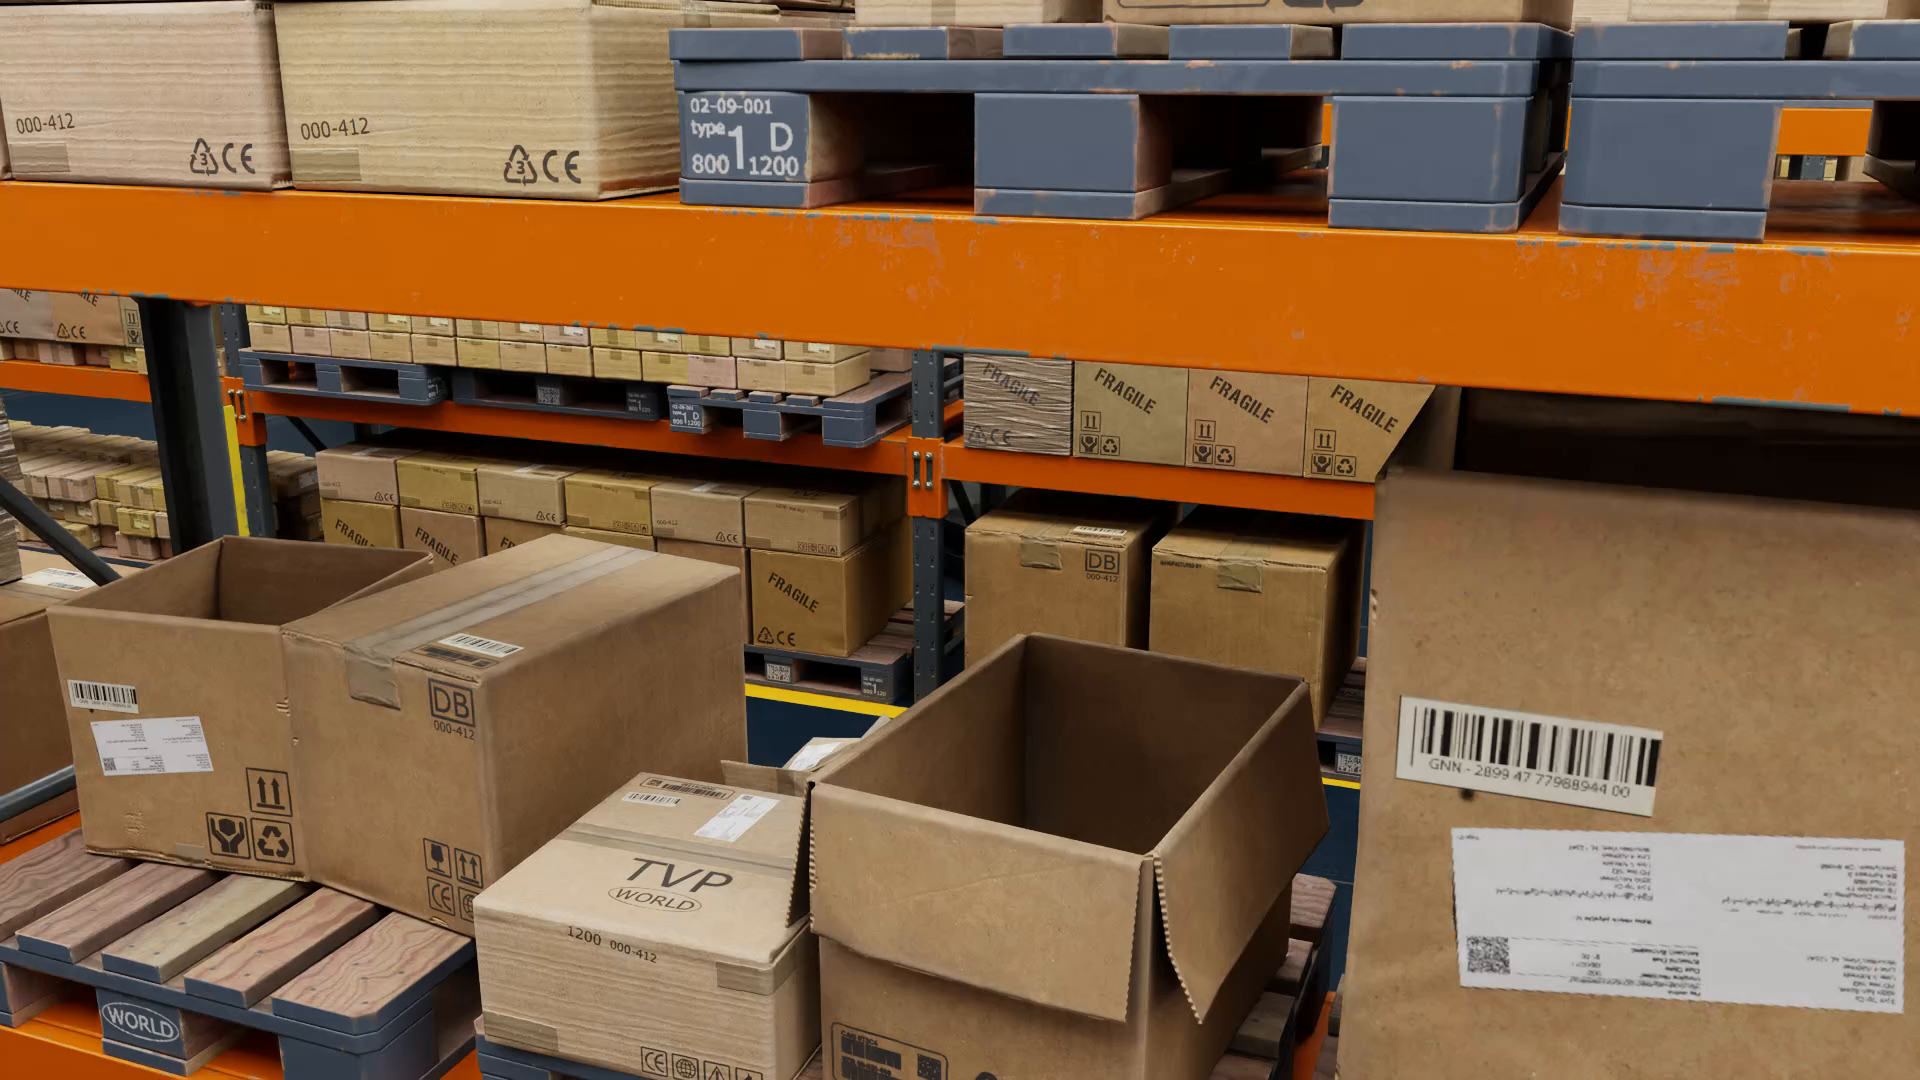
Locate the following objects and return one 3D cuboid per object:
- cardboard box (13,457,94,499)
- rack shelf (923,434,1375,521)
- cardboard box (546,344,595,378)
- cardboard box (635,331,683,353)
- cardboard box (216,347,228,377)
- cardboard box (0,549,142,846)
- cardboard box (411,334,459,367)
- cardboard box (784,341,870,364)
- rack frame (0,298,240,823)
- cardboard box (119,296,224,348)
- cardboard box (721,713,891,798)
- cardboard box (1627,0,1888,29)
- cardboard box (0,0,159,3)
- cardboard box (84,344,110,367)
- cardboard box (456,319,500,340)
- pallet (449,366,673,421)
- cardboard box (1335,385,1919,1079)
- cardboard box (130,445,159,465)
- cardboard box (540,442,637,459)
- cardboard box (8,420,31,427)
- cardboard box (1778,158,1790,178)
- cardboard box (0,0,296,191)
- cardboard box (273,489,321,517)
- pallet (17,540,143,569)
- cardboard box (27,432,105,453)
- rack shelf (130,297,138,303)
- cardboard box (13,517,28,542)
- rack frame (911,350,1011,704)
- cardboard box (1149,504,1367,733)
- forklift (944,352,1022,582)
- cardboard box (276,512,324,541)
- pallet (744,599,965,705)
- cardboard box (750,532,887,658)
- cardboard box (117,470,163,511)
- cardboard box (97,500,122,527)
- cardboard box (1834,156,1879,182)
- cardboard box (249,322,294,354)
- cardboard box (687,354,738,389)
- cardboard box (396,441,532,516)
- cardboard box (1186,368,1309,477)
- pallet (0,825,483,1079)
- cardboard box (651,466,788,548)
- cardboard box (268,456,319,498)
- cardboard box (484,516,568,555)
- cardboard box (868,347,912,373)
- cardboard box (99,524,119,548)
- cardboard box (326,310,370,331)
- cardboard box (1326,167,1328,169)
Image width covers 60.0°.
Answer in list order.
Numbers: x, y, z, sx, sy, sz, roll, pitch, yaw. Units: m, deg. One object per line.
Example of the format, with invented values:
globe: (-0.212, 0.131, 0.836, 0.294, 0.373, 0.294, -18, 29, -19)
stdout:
cardboard box: (-5.367, -0.371, 9.863, 0.250, 0.149, 0.380, 6, 17, 19)
rack shelf: (1.881, -0.210, 7.306, 4.000, 0.370, 1.077, 6, 17, 21)
cardboard box: (-1.798, -0.905, 8.107, 0.250, 0.149, 0.380, 7, 18, 22)
cardboard box: (-1.333, -0.995, 7.885, 0.250, 0.149, 0.380, 6, 17, 21)
cardboard box: (-4.052, -1.017, 9.247, 0.250, 0.149, 0.380, 6, 17, 20)
cardboard box: (-2.246, 0.348, 3.916, 0.500, 0.500, 0.500, 7, 18, 22)
cardboard box: (-2.542, -0.985, 8.384, 0.250, 0.149, 0.380, 5, 17, 18)
cardboard box: (-0.606, -0.916, 7.613, 0.250, 0.149, 0.380, 7, 17, 22)
rack frame: (-1.894, 0.516, 3.515, 0.127, 3.000, 1.000, 6, 17, 21)
cardboard box: (-4.254, -1.336, 9.183, 0.500, 0.500, 0.500, 6, 17, 21)
cardboard box: (-0.243, 0.480, 3.129, 0.258, 0.266, 0.396, 6, 17, 19)
cardboard box: (0.916, -0.723, 1.890, 0.258, 0.266, 0.396, 7, 18, 23)
cardboard box: (-1.080, -1.045, 2.436, 0.500, 0.500, 0.500, 6, 17, 21)
cardboard box: (-4.773, -1.102, 9.540, 0.250, 0.149, 0.380, 6, 17, 19)
cardboard box: (-2.281, -1.100, 8.248, 0.250, 0.149, 0.380, 6, 17, 20)
pallet: (-1.836, -0.860, 8.599, 1.213, 0.211, 1.003, 6, 17, 21)
cardboard box: (1.140, 0.318, 2.369, 1.000, 1.000, 1.000, 6, 17, 21)
cardboard box: (-4.891, -0.501, 10.312, 0.250, 0.149, 0.380, 7, 17, 22)
cardboard box: (-1.945, -0.413, 9.103, 0.500, 0.250, 0.500, 5, 17, 18)
cardboard box: (-6.336, -0.674, 10.908, 0.250, 0.149, 0.380, 6, 17, 19)
cardboard box: (7.469, -3.325, 14.872, 0.250, 0.149, 0.380, 7, 17, 22)
cardboard box: (-1.072, -0.686, 2.544, 0.500, 0.250, 0.500, 7, 17, 22)
cardboard box: (-3.920, -0.265, 10.031, 0.250, 0.149, 0.380, 7, 18, 23)
pallet: (-5.477, -0.014, 10.343, 1.213, 0.211, 1.003, 6, 17, 21)
cardboard box: (-5.644, -0.562, 10.523, 0.250, 0.149, 0.380, 6, 17, 19)
rack shelf: (-3.754, -0.783, 3.902, 4.000, 0.370, 1.077, 6, 17, 21)
cardboard box: (-5.608, -0.119, 10.065, 0.250, 0.149, 0.380, 6, 17, 21)
rack frame: (0.020, -0.760, 7.911, 0.127, 3.000, 1.000, 6, 17, 21)
cardboard box: (1.368, 0.293, 7.566, 0.750, 0.750, 1.050, 7, 17, 21)
forklift: (0.377, -1.269, 9.789, 1.130, 2.935, 3.031, -12, 20, -36)
cardboard box: (-3.921, -0.122, 10.075, 0.250, 0.149, 0.380, 5, 17, 18)
pallet: (-0.706, 0.499, 8.576, 1.213, 0.211, 1.003, 6, 17, 21)
cardboard box: (-0.688, 0.239, 8.199, 0.500, 0.500, 0.500, 6, 17, 20)
cardboard box: (-4.614, -0.296, 9.605, 0.250, 0.149, 0.380, 6, 17, 20)
cardboard box: (-4.820, -0.193, 9.784, 0.250, 0.149, 0.380, 6, 17, 21)
cardboard box: (5.793, -2.215, 10.416, 0.500, 0.500, 0.700, 6, 17, 20)
cardboard box: (-3.503, -1.090, 8.747, 0.250, 0.149, 0.380, 5, 17, 18)
cardboard box: (-1.077, -0.824, 7.830, 0.250, 0.149, 0.380, 7, 17, 22)
cardboard box: (-2.614, -0.332, 8.824, 0.500, 0.250, 0.500, 7, 18, 22)
cardboard box: (1.282, -0.589, 7.143, 0.500, 0.500, 0.500, 6, 17, 21)
pallet: (-1.192, 0.654, 3.386, 1.003, 0.211, 1.213, 6, 17, 21)
cardboard box: (-1.186, -0.172, 8.271, 0.500, 0.250, 0.500, 7, 17, 21)
cardboard box: (-3.945, -0.376, 9.883, 0.250, 0.149, 0.380, 7, 18, 23)
cardboard box: (-2.125, 0.078, 8.756, 0.500, 0.500, 0.500, 7, 17, 22)
cardboard box: (-0.322, -0.939, 8.225, 0.250, 0.149, 0.380, 6, 17, 20)
cardboard box: (-4.871, -0.070, 9.896, 0.250, 0.149, 0.380, 6, 17, 19)
cardboard box: (-3.021, -1.181, 8.526, 0.250, 0.149, 0.380, 7, 17, 22)
cardboard box: (3.749, -3.592, 16.325, 0.250, 0.149, 0.380, 7, 18, 22)
